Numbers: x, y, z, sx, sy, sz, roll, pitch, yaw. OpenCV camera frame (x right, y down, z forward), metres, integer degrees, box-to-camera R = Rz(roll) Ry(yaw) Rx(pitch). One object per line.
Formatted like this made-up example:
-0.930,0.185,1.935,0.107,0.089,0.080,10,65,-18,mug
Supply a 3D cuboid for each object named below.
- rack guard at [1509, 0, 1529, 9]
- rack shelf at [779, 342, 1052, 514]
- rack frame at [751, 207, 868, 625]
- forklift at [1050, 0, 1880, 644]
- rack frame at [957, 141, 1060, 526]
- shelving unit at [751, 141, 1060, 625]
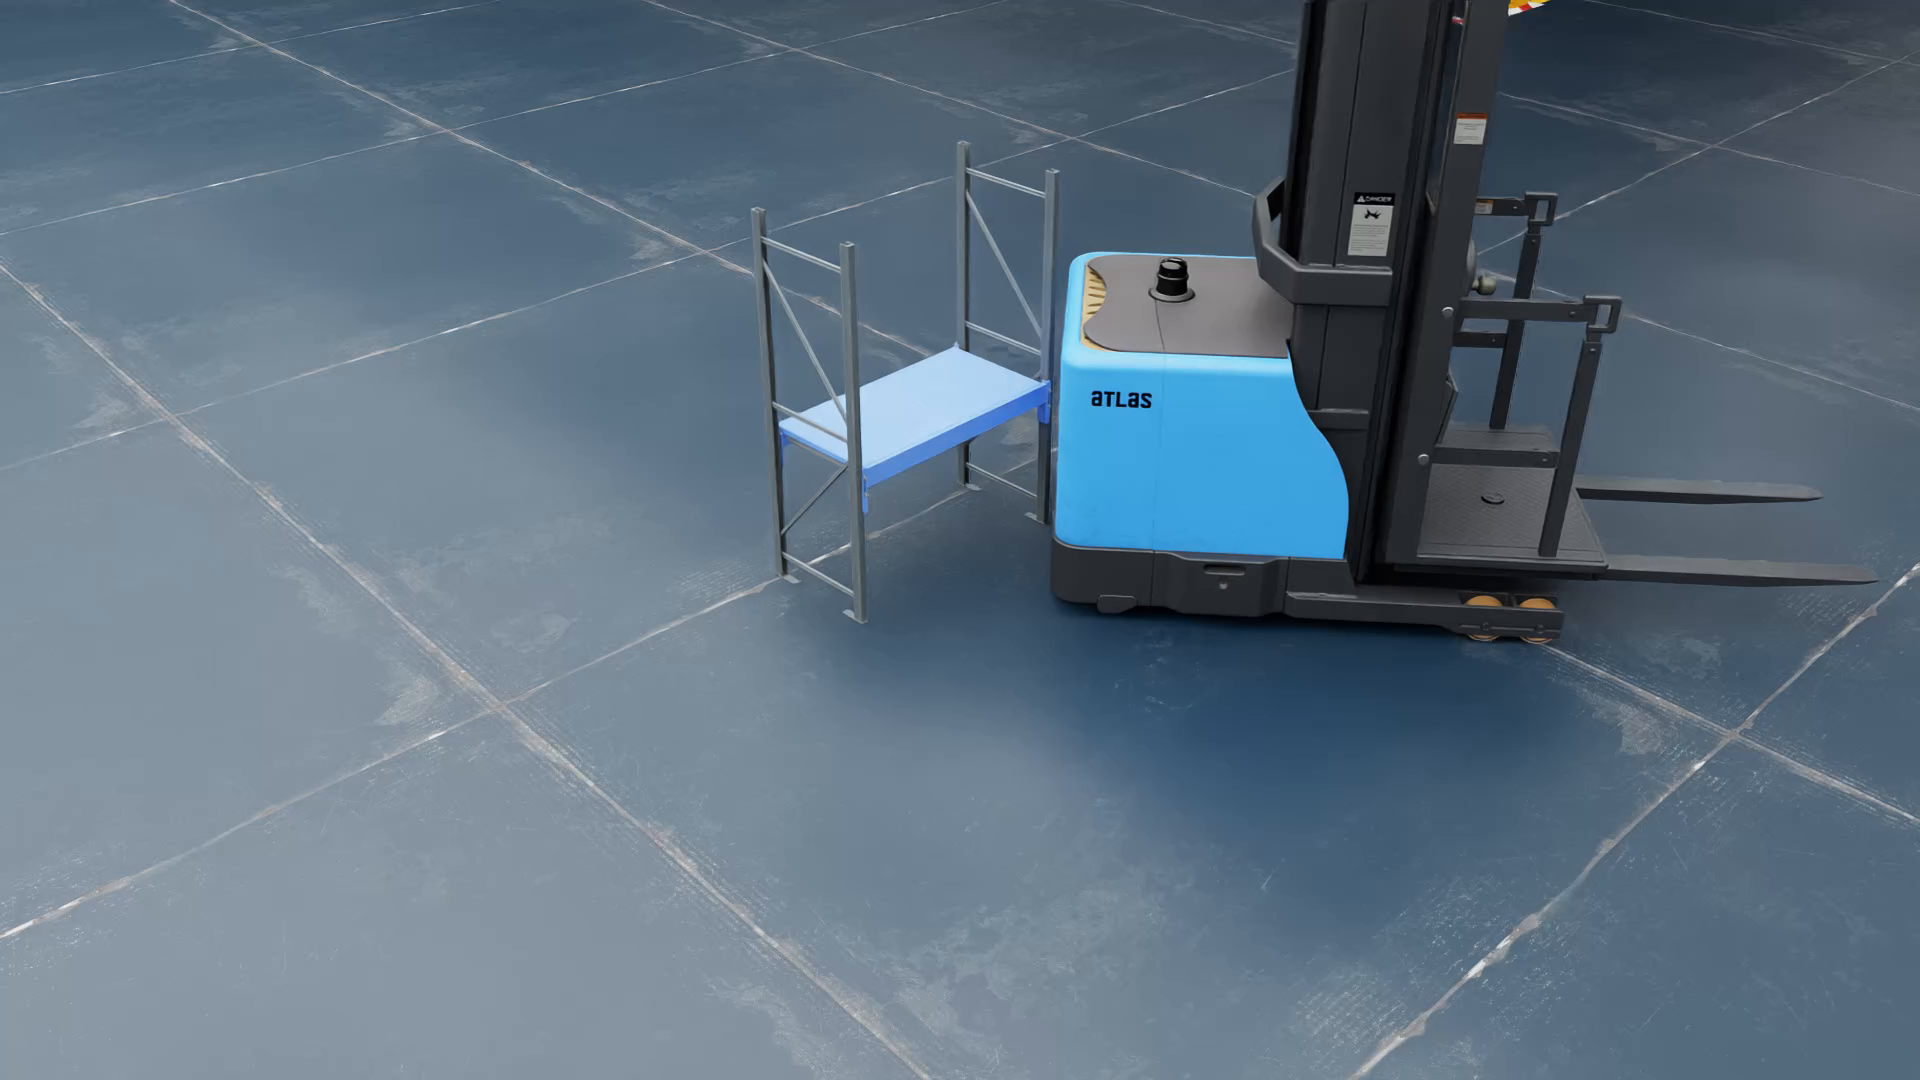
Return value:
4.388,-4.995,14.440,0.348,0.500,1.175,-26,40,-35,rack guard
-0.179,-0.453,6.397,0.538,0.185,1.000,27,41,37,rack shelf
-0.534,-0.417,5.994,0.500,1.500,0.032,27,41,37,rack frame
1.889,-1.159,5.836,3.031,2.935,1.130,3,32,5,forklift
0.177,-0.796,6.613,0.500,1.500,0.032,27,41,37,rack frame
-0.179,-0.606,6.304,0.538,1.500,1.048,27,41,37,shelving unit
